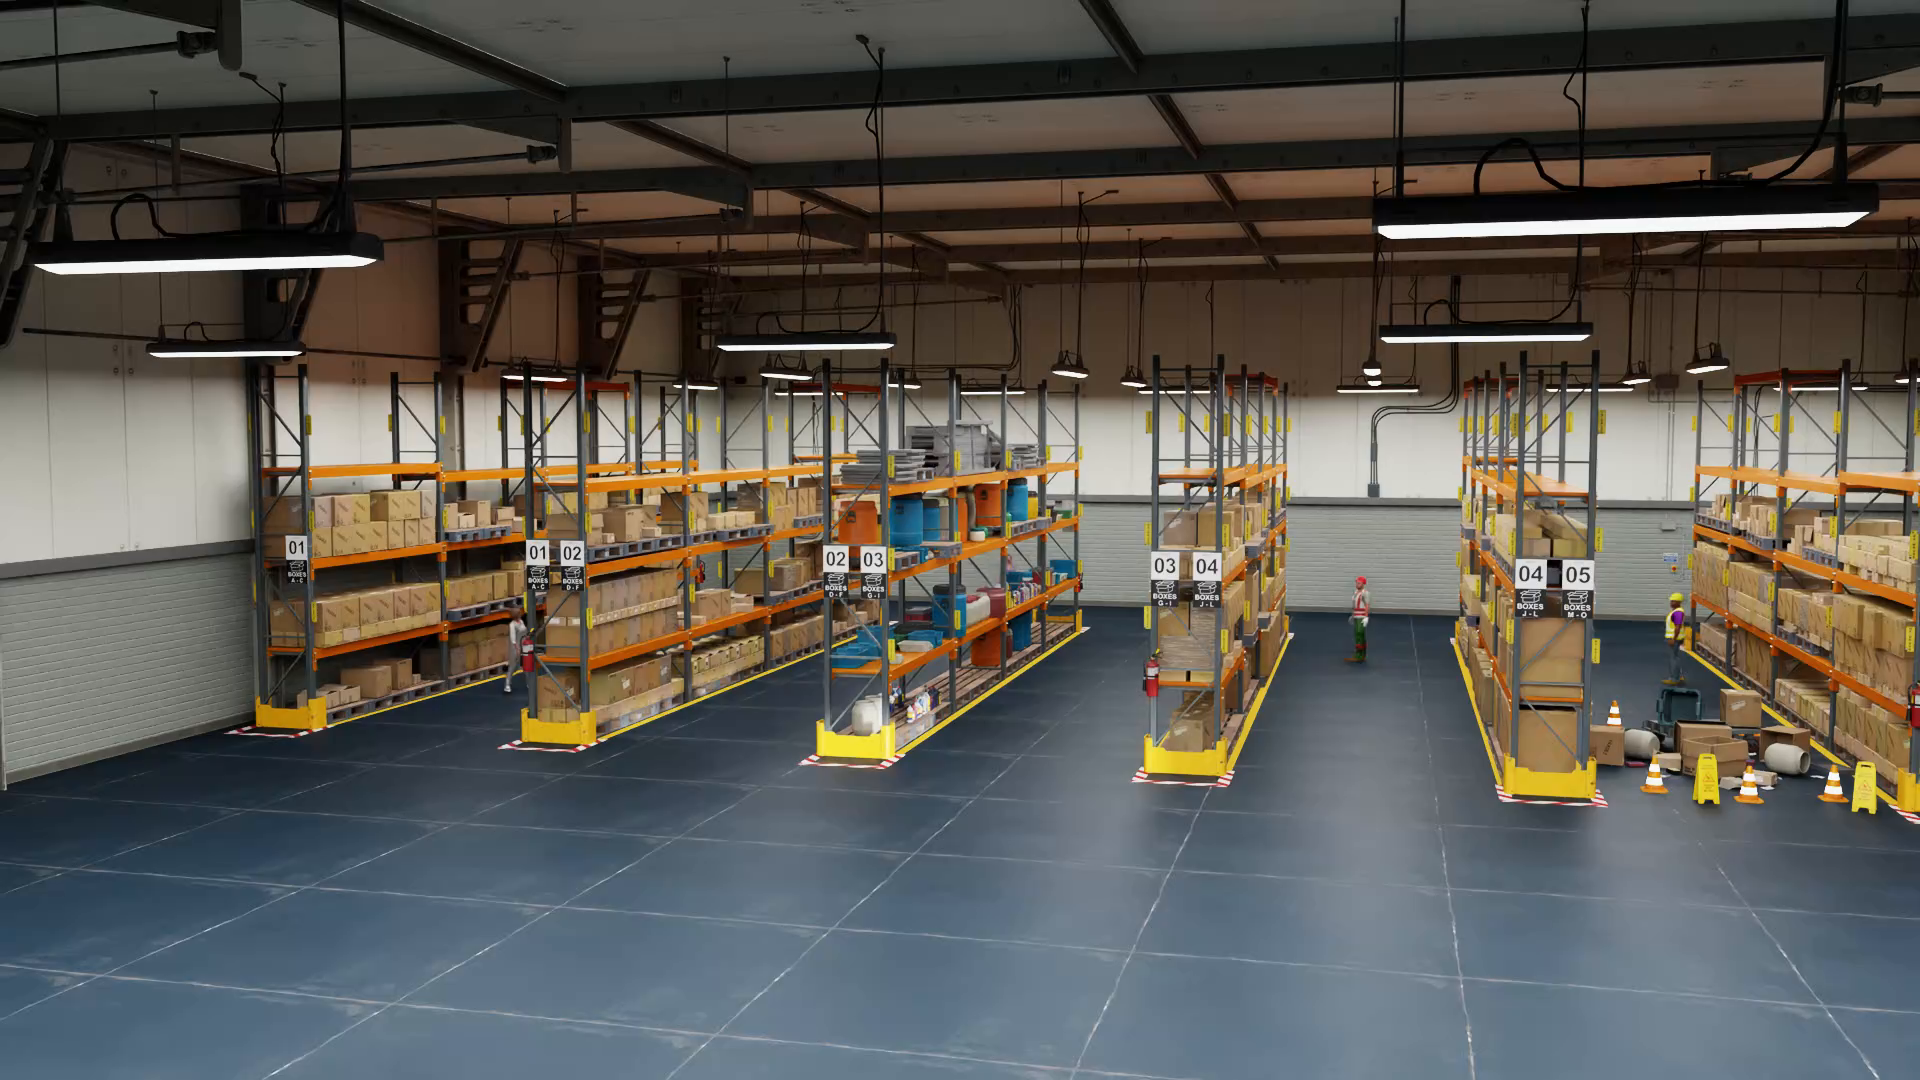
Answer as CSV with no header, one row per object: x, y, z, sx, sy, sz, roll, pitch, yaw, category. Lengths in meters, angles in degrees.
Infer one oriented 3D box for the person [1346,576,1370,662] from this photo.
8.449,1.668,35.367,0.504,1.790,0.575,0,4,2,person

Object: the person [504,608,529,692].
-8.288,2.066,31.310,0.528,1.607,0.580,2,4,27,person

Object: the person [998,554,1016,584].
1.289,1.185,43.953,0.573,1.600,0.397,2,5,30,person

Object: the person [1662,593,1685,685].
13.795,1.919,32.139,0.617,1.785,0.462,-4,6,-44,person
